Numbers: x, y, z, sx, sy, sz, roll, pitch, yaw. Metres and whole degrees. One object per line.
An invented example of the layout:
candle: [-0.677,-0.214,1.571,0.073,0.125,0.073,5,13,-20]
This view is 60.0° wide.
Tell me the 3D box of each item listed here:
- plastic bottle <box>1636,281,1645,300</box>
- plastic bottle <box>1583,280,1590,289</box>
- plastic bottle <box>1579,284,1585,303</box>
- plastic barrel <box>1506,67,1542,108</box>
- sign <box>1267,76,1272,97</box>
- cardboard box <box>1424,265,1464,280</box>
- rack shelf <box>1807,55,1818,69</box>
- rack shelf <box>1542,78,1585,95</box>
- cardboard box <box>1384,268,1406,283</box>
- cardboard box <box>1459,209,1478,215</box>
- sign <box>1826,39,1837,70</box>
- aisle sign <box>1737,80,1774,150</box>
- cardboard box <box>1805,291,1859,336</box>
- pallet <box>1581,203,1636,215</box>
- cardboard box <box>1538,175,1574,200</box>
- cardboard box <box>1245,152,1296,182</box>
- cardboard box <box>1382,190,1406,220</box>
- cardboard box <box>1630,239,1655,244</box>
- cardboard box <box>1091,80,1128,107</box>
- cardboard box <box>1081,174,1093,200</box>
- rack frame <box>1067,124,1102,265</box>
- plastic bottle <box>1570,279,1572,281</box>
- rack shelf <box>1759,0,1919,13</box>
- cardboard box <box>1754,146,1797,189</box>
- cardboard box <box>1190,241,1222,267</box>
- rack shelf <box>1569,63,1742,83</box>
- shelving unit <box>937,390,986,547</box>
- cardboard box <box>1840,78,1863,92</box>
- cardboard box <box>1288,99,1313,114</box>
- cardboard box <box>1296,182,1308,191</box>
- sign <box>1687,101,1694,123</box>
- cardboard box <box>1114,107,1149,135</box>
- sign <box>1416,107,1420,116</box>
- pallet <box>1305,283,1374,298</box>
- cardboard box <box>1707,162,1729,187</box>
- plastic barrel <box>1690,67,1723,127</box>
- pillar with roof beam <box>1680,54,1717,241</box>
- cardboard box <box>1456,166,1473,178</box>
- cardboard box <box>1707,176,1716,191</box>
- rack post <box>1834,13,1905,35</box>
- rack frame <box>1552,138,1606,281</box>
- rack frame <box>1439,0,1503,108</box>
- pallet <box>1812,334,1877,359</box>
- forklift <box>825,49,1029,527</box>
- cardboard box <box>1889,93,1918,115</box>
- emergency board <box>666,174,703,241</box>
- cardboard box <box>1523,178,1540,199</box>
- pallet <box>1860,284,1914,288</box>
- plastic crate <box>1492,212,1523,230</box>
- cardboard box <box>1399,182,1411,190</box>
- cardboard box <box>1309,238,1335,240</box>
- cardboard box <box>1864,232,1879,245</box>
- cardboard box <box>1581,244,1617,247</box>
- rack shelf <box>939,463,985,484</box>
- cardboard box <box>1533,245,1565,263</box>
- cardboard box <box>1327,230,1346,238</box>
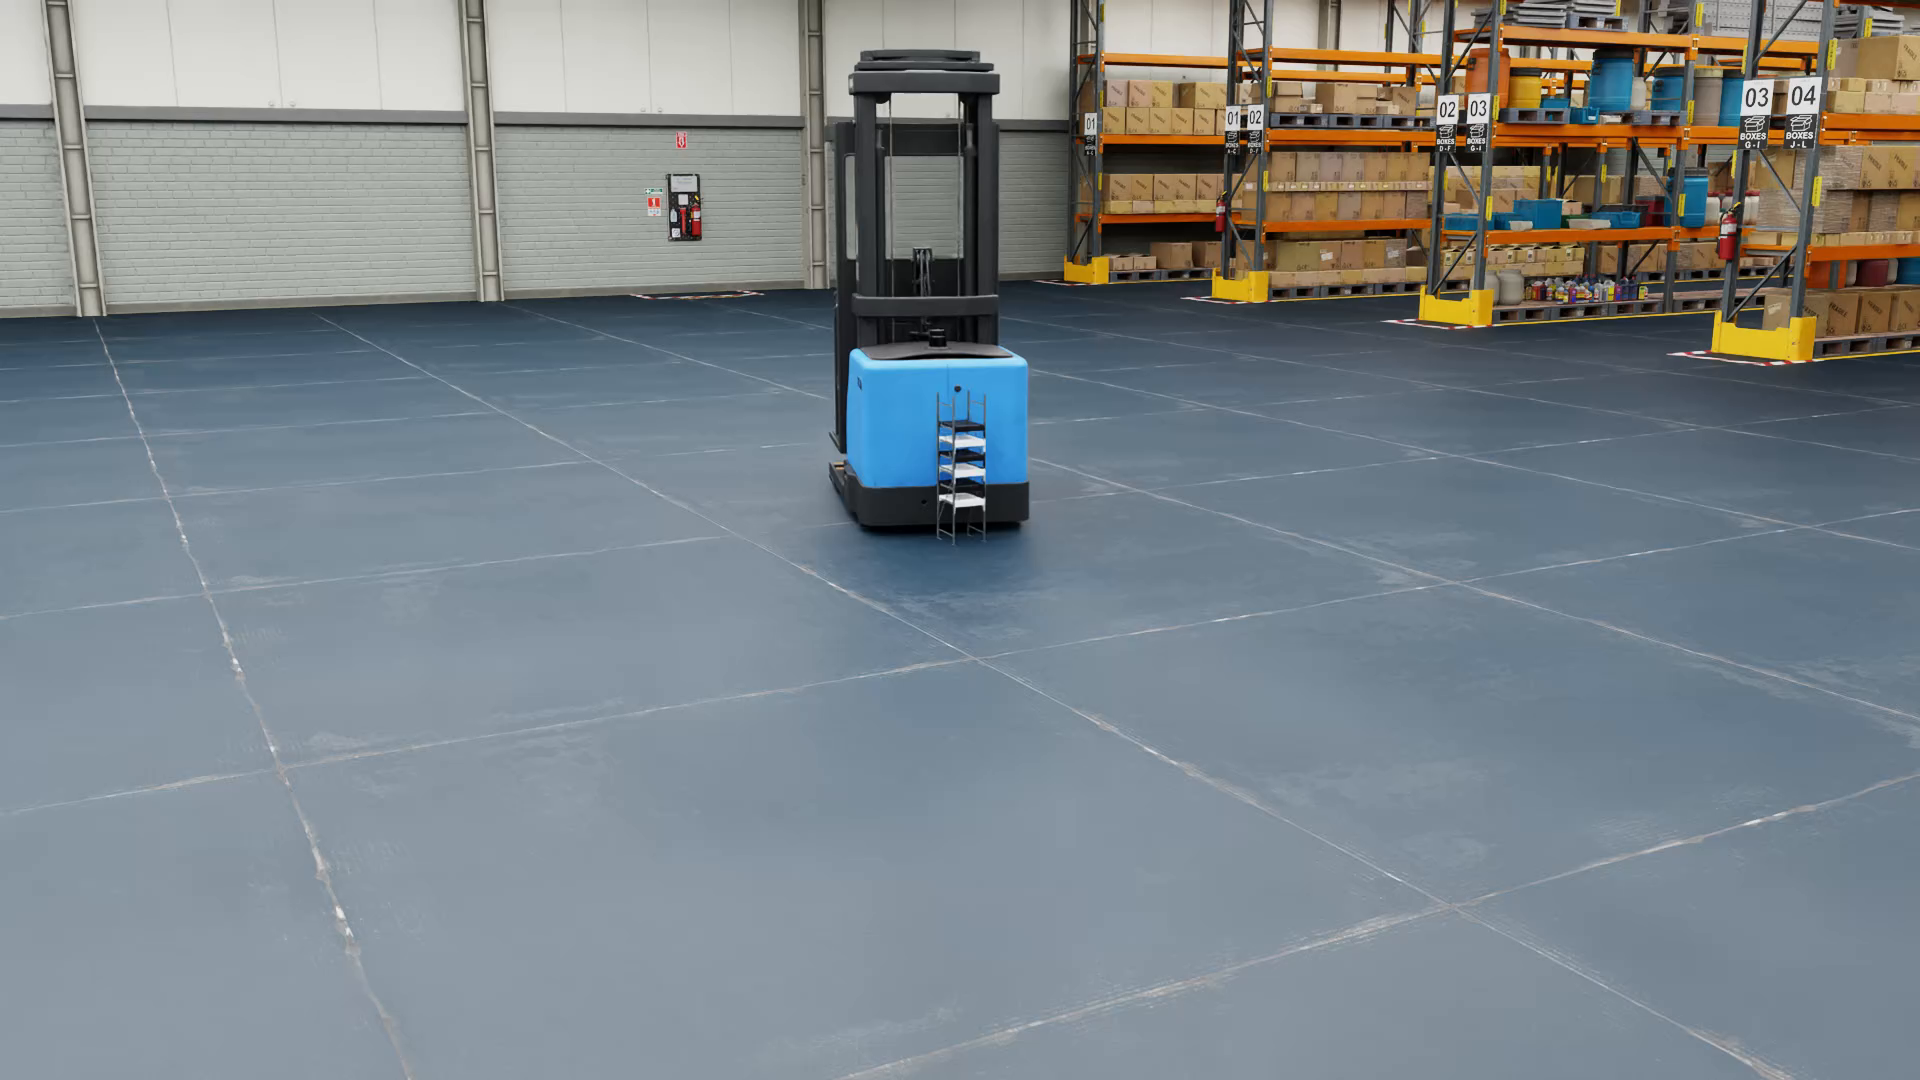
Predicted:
plastic bottle: [10.401,-3.815,25.415,0.133,0.283,0.061,-6,14,-25]
plastic bottle: [9.689,-3.880,25.730,0.097,0.271,0.097,0,13,0]
plastic bottle: [9.284,-3.680,24.841,0.097,0.271,0.097,0,13,0]
plastic barrel: [8.094,-6.524,24.048,0.600,0.588,0.600,0,13,0]
sign: [5.045,-7.395,27.134,0.005,0.325,0.100,-7,14,-28]
cardboard box: [8.768,-4.853,30.148,0.500,0.250,0.500,-7,15,-29]
rack shelf: [15.932,-8.052,27.941,4.000,0.370,1.077,-7,14,-28]
rack shelf: [14.696,-10.382,38.295,4.000,0.370,1.077,-7,14,-28]
cardboard box: [7.549,-4.717,29.542,0.500,0.250,0.500,-7,14,-28]
cardboard box: [9.171,-5.926,30.183,0.250,0.149,0.380,-7,14,-28]
sign: [9.788,-5.450,18.671,0.005,0.325,0.100,-7,14,-28]
aisle sign: [9.329,-4.984,19.504,0.004,0.787,0.394,-7,14,-28]
cardboard box: [10.592,-2.782,20.376,0.500,0.500,0.500,-3,13,-13]
pallet: [12.367,-6.407,32.184,1.003,0.211,1.213,-7,14,-28]
cardboard box: [13.424,-7.991,38.102,0.700,0.700,0.980,-7,14,-27]
cardboard box: [5.247,-6.308,28.125,0.500,0.500,0.700,-7,14,-28]
cardboard box: [7.449,-5.939,29.440,0.500,0.500,0.700,-7,14,-28]
cardboard box: [13.458,-6.036,33.079,0.500,0.250,0.500,-7,15,-29]
cardboard box: [2.862,-8.532,31.806,0.500,0.500,0.500,-8,15,-32]
cardboard box: [2.719,-6.921,32.620,0.500,0.500,0.500,-7,14,-28]
rack frame: [2.407,-6.528,32.286,0.127,3.000,1.000,-7,14,-28]
plastic bottle: [9.427,-3.895,25.771,0.133,0.283,0.061,-6,14,-25]
rack shelf: [11.283,-6.449,19.917,4.000,0.370,1.077,-7,14,-28]
cardboard box: [9.892,-4.452,19.877,0.500,0.500,0.500,-7,14,-28]
cardboard box: [5.027,-5.827,33.863,0.500,0.500,0.500,-8,15,-32]
rack shelf: [13.562,-9.007,32.185,4.000,0.370,1.077,-7,14,-28]
shelving unit: [0.007,-0.434,9.986,0.210,0.900,0.258,-6,14,-25]
cardboard box: [10.154,-5.242,19.174,0.250,0.149,0.380,-6,14,-27]
cardboard box: [5.669,-7.410,28.436,0.500,0.250,0.500,-7,14,-28]
cardboard box: [5.682,-5.993,28.204,0.250,0.149,0.380,-7,14,-28]
sign: [10.919,-6.401,24.866,0.005,0.325,0.100,-7,14,-28]
cardboard box: [3.309,-8.087,32.106,0.500,0.500,0.500,-6,14,-24]
sign: [9.687,-8.981,35.174,0.005,0.325,0.100,-7,14,-28]
pallet: [6.505,-4.430,29.312,1.213,0.211,1.003,-7,14,-28]
cardboard box: [15.637,-7.476,33.993,0.500,0.500,0.500,-7,14,-28]
plastic barrel: [11.582,-6.912,26.017,0.600,0.901,0.600,0,13,0]
pillar with roof beam: [20.469,-10.760,37.423,0.548,9.000,9.100,-7,14,-28]
cardboard box: [10.860,-8.048,36.378,0.500,0.250,0.500,-7,14,-27]
cardboard box: [14.794,-7.084,33.568,0.700,0.500,0.500,11,17,41]
rack post: [14.792,-8.435,27.266,0.937,0.300,0.954,-7,14,-28]
rack frame: [11.806,-6.416,31.786,0.127,3.000,1.000,-7,14,-28]
rack frame: [7.154,-7.546,23.144,0.127,3.000,1.000,-7,14,-28]
pallet: [10.324,-2.391,20.252,1.213,0.211,1.003,-7,14,-28]
forklift: [-0.327,-1.786,11.371,1.130,2.935,3.031,-2,13,-10]
cardboard box: [10.961,-5.163,19.727,0.500,0.250,0.500,-7,14,-28]
emergency board: [-4.846,-5.885,29.427,0.643,1.169,0.194,-7,14,-28]
cardboard box: [12.656,-7.897,37.418,0.500,0.500,0.500,-7,15,-29]
pallet: [15.918,-4.319,28.819,1.213,0.211,1.003,-7,14,-28]
plastic crate: [8.023,-4.724,24.608,0.408,0.251,0.499,-7,14,-28]
cardboard box: [7.712,-6.237,29.285,0.250,0.149,0.380,-7,15,-30]
cardboard box: [6.423,-5.078,29.438,0.500,0.500,0.500,-7,14,-28]
cardboard box: [10.779,-3.627,19.968,0.250,0.149,0.380,-7,14,-28]
cardboard box: [12.515,-5.555,32.650,0.500,0.500,0.500,-6,14,-26]
rack shelf: [0.007,-0.401,9.993,0.200,0.077,0.258,-6,14,-25]
cardboard box: [11.011,-5.394,31.276,0.500,0.311,0.500,-7,14,-29]
cardboard box: [7.843,-6.542,35.331,0.500,0.250,0.500,-7,14,-28]
